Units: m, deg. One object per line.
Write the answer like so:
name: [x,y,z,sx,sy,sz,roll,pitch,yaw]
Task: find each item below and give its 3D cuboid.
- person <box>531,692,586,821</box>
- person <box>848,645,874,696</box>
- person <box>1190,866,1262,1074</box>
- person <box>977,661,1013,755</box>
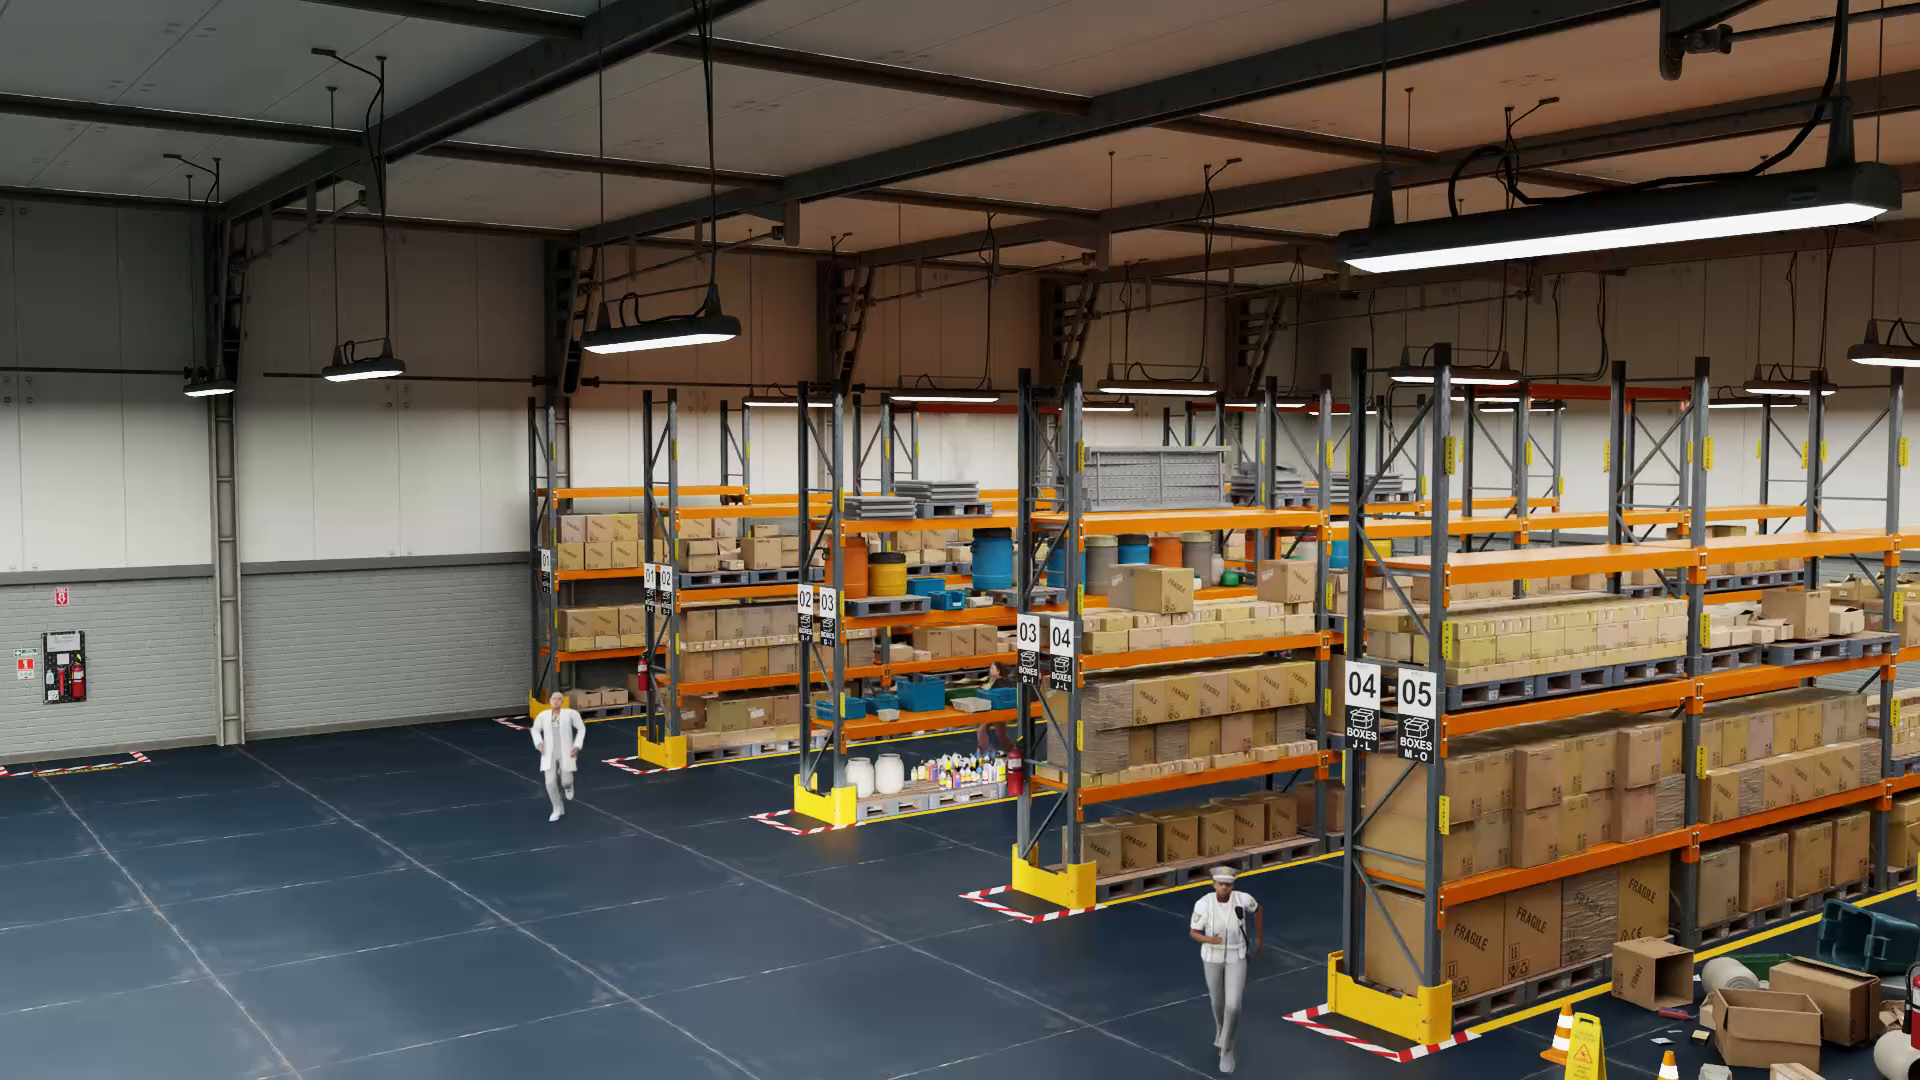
person: [-5.547,2.954,22.960,0.742,1.733,0.713,0,3,-7]
person: [-1.933,2.428,31.733,0.606,1.722,0.656,-3,5,-45]
person: [2.211,3.512,13.818,0.599,1.716,0.826,0,3,8]
person: [0.601,2.775,26.344,0.762,1.729,0.562,-3,4,-41]
